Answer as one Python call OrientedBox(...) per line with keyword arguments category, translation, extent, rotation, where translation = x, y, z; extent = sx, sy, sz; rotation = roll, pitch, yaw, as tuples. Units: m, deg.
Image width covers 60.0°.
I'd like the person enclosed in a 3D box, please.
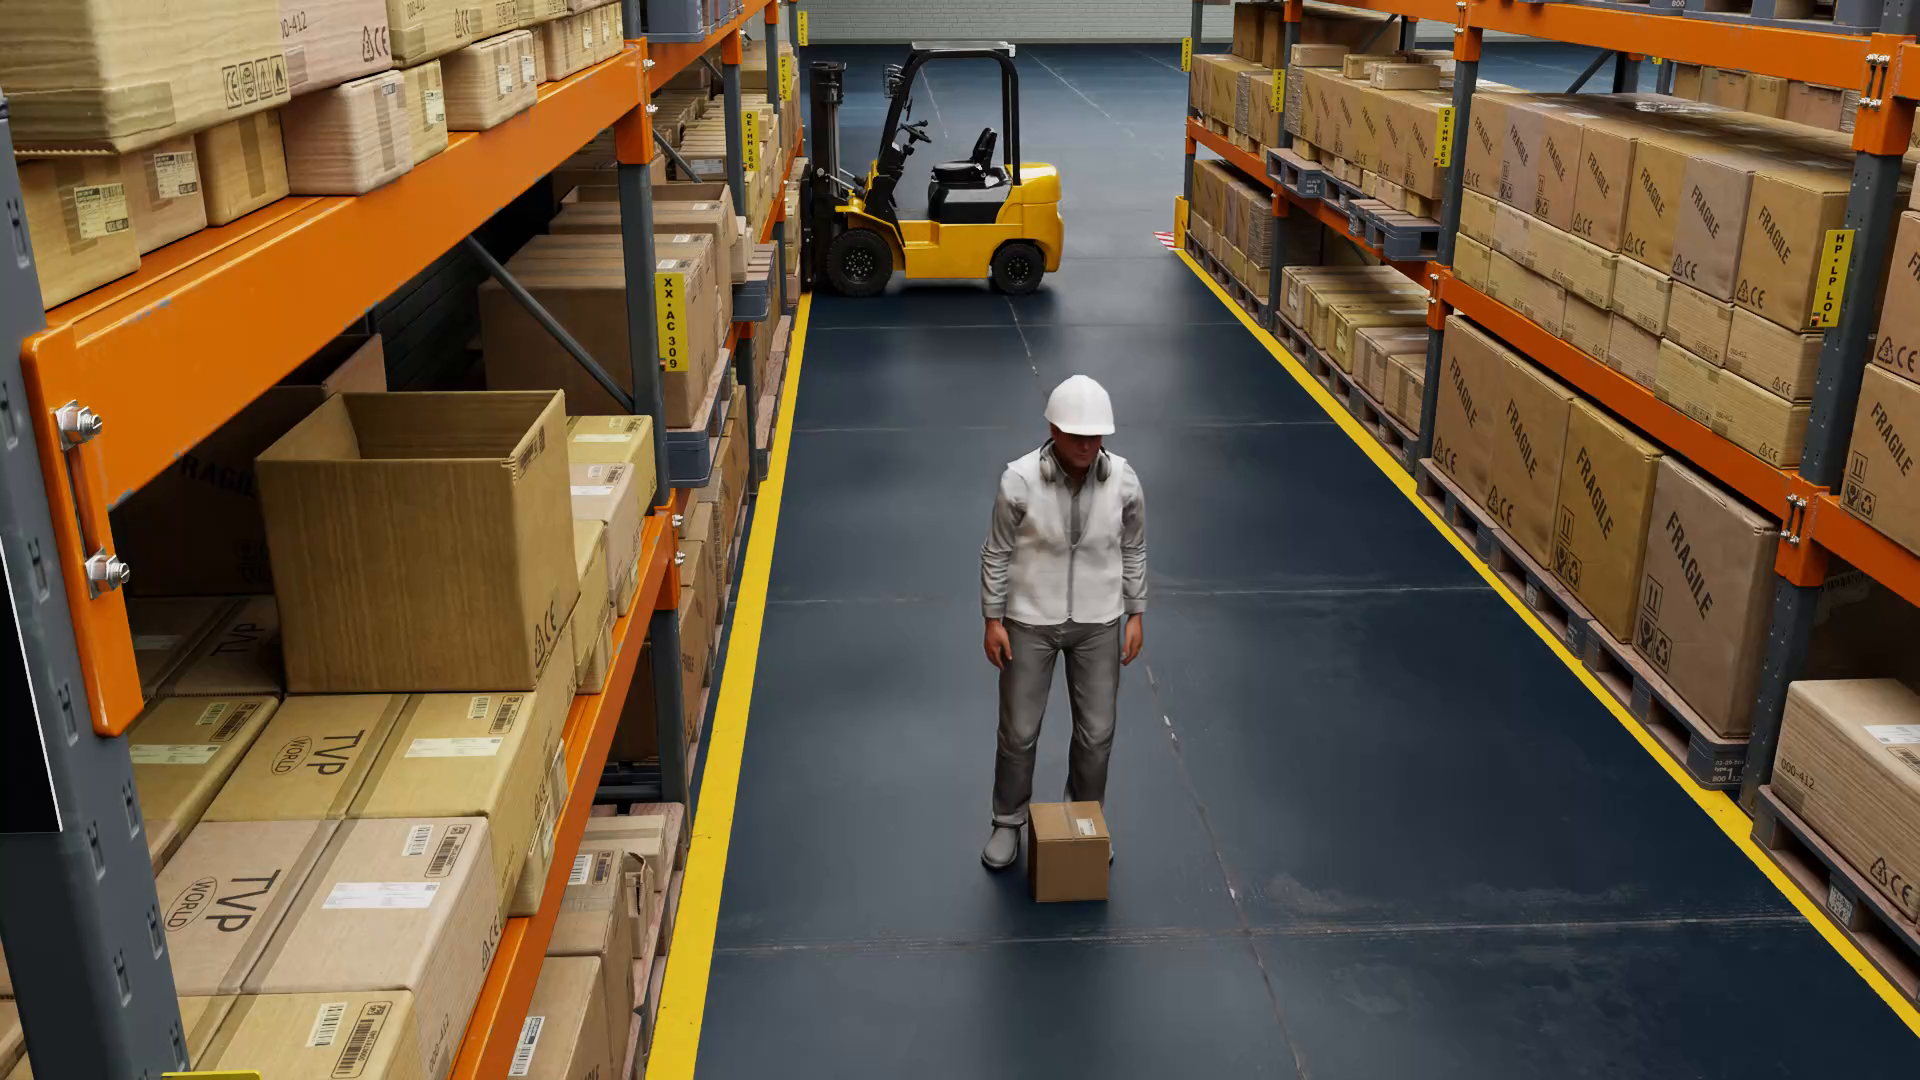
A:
OrientedBox(category="person", translation=(0.360, 0.281, 5.777), extent=(0.591, 1.770, 0.465), rotation=(-2, 20, -6))
